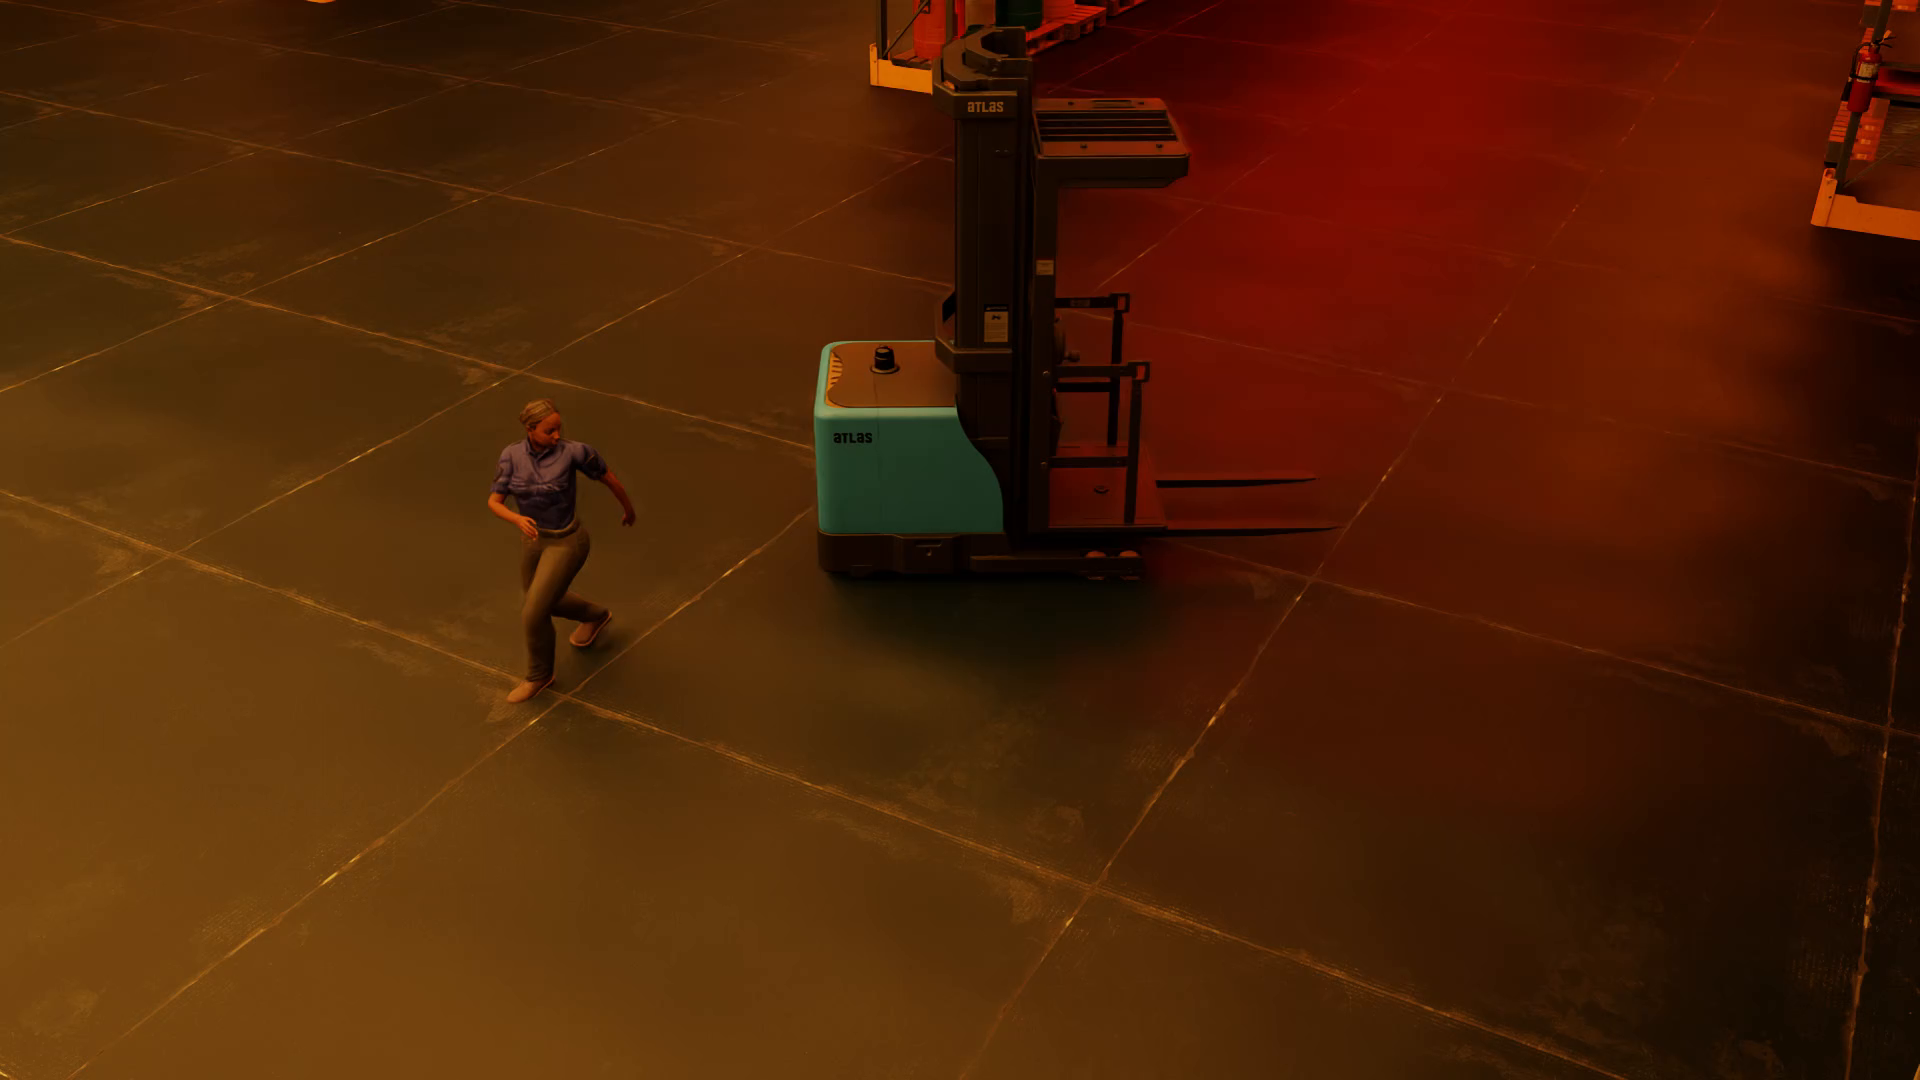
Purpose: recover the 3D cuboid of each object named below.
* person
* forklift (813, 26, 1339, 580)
[{"bbox_3d":[-2.066,0.004,8.460,0.479,1.582,0.855,15,33,24],"label":"person"},{"bbox_3d":[0.686,-1.303,9.328,3.031,2.935,1.130,-1,30,-1],"label":"forklift"}]
